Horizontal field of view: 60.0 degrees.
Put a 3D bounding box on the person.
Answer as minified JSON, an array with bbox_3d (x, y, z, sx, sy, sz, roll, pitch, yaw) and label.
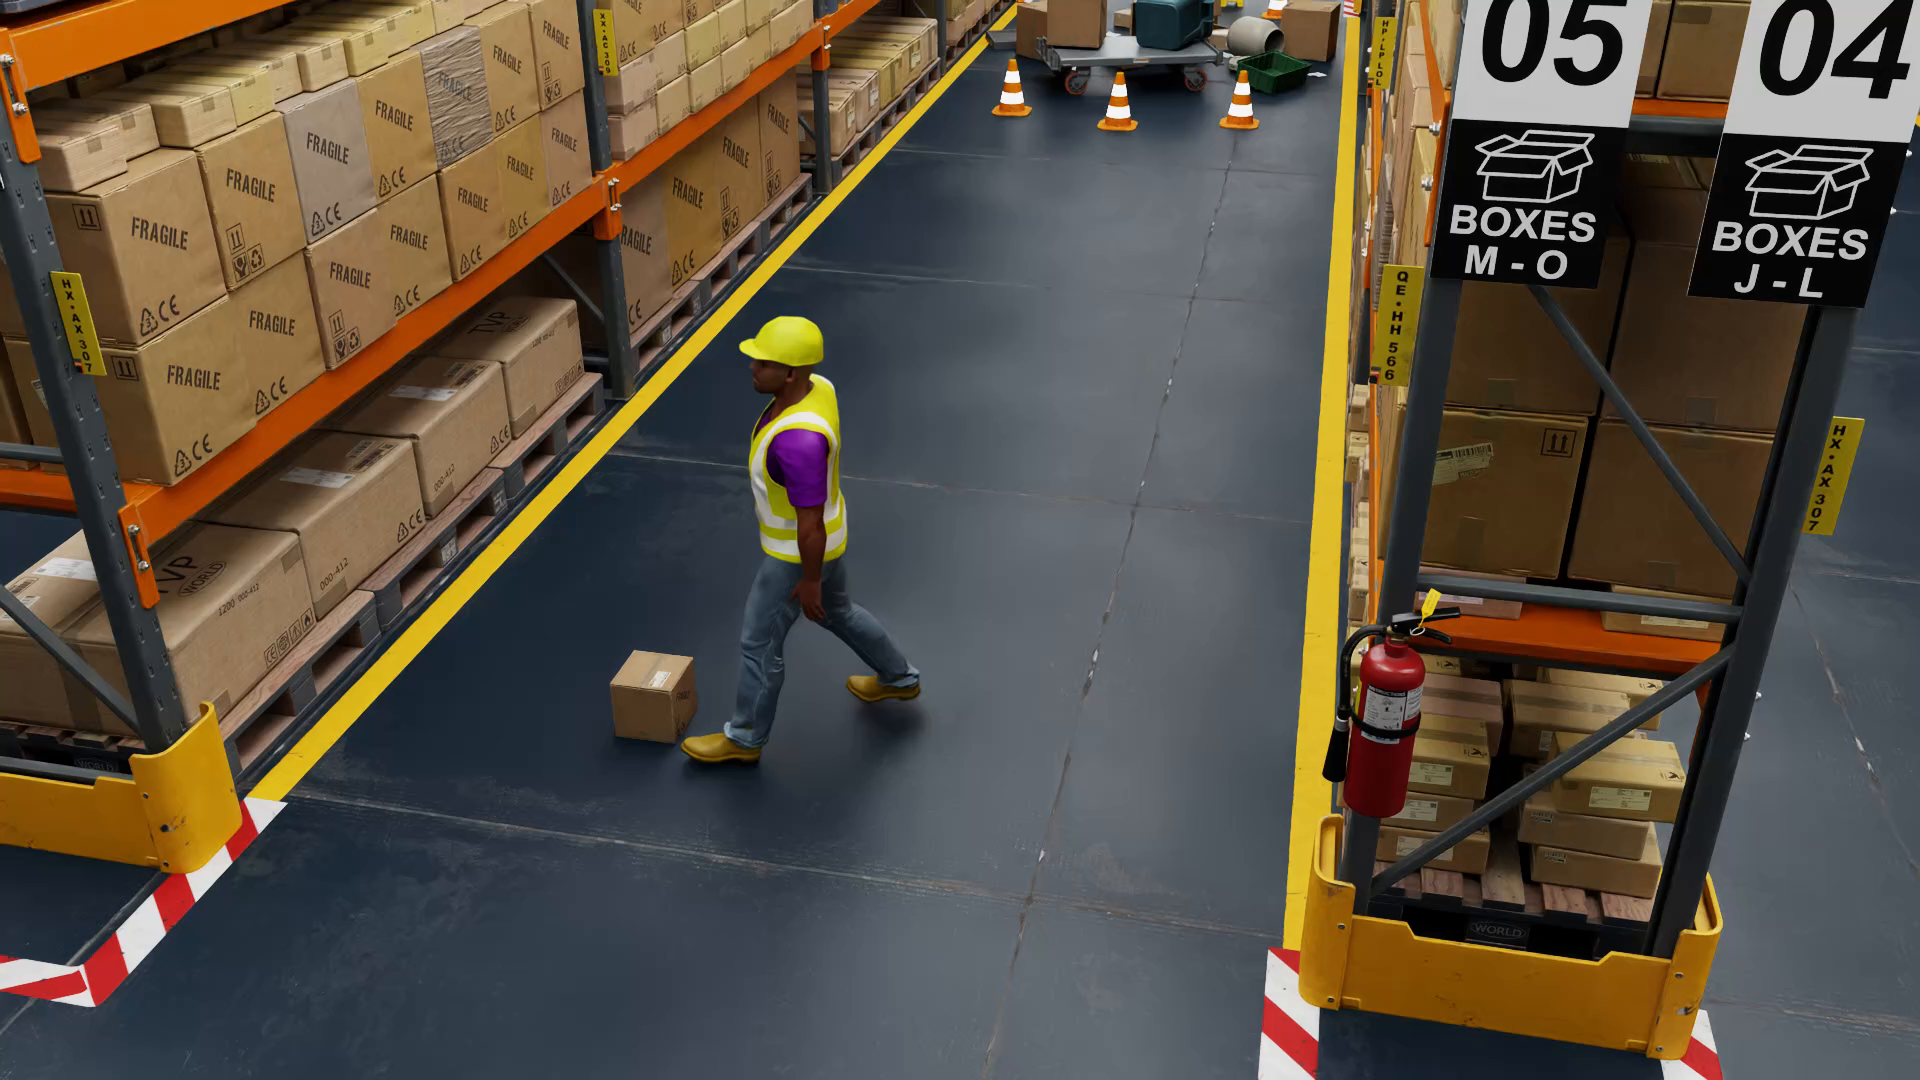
[{"bbox_3d":[-0.610,-0.007,6.113,0.912,1.740,0.603,0,29,-1],"label":"person"}]
